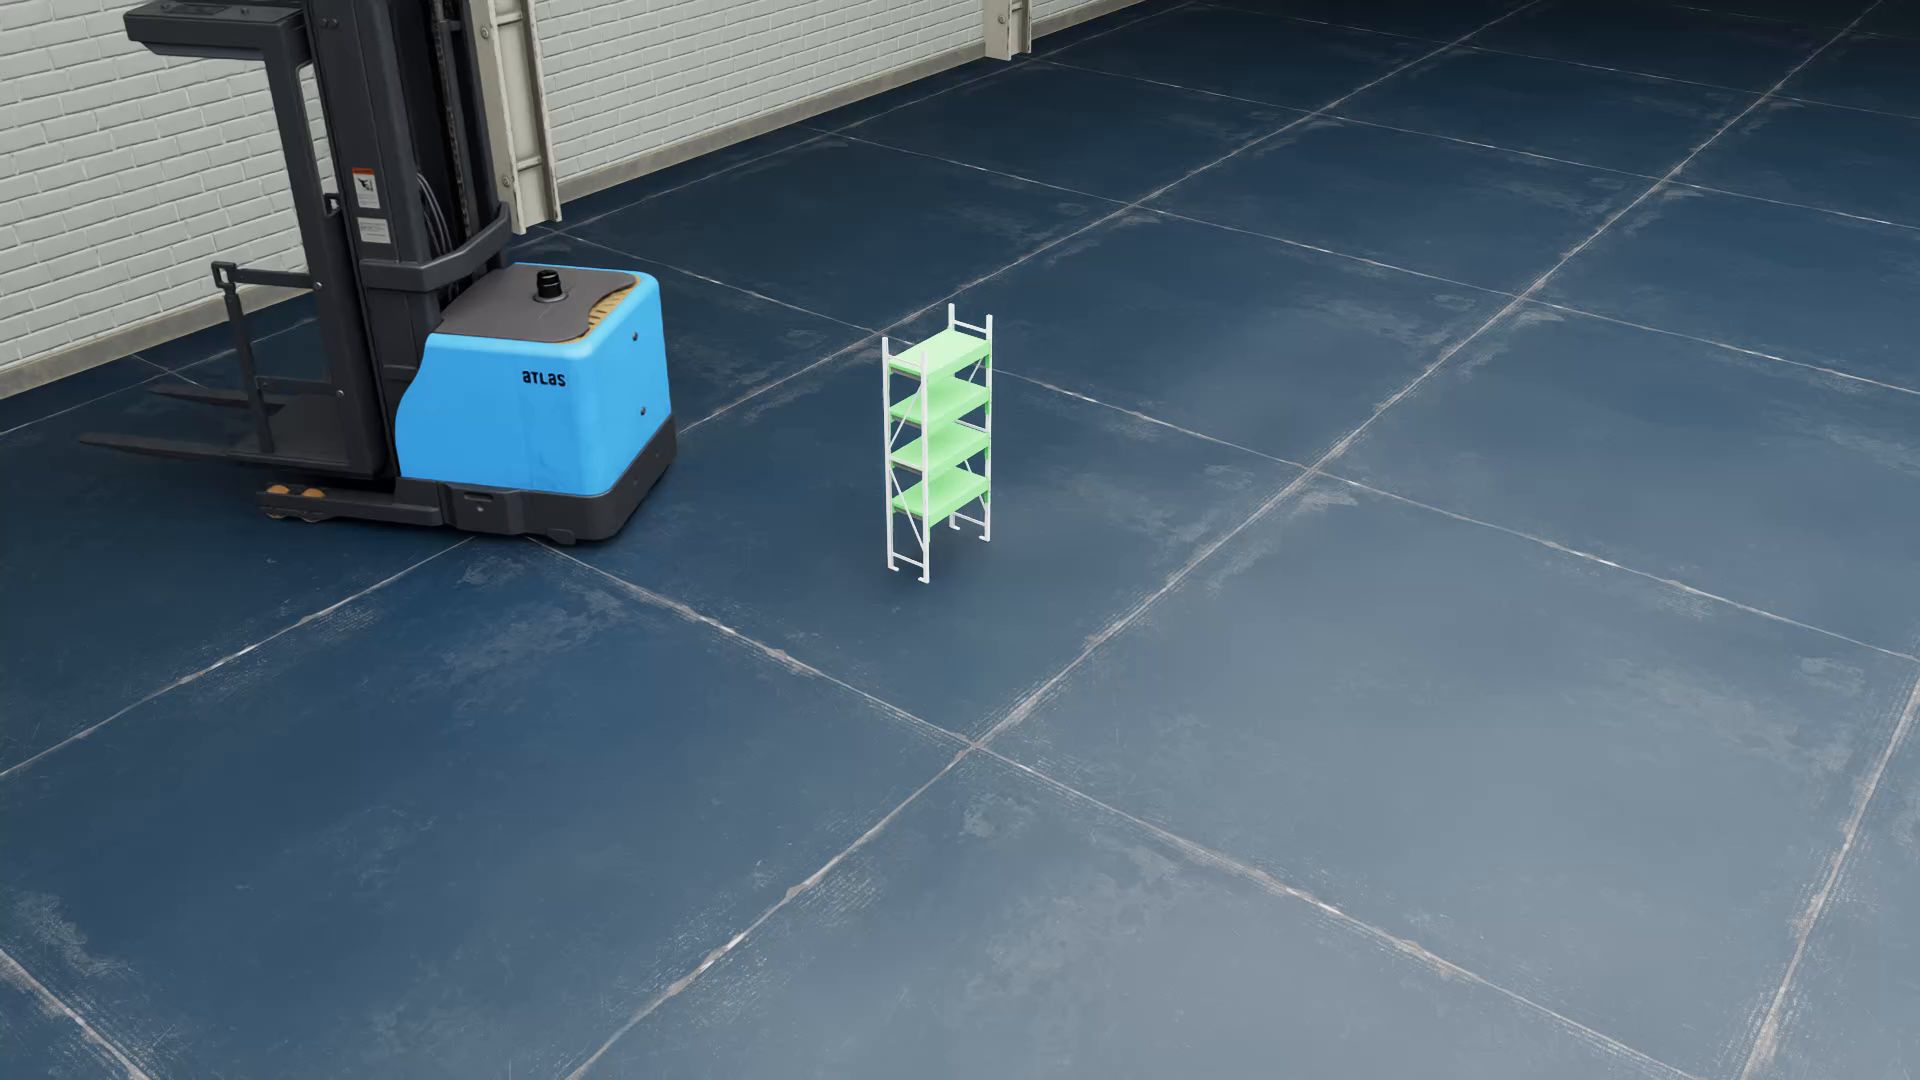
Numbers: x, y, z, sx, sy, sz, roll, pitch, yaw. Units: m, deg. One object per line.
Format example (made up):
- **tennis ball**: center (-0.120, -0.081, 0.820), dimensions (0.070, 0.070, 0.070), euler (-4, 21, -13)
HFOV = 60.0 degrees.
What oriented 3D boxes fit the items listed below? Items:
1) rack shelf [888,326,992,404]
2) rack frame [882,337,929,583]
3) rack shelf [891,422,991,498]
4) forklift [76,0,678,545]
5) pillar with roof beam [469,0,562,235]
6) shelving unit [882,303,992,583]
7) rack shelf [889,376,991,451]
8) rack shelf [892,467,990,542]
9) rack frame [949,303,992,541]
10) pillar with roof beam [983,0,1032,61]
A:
- **rack shelf**: center (-0.100, -0.807, 7.618), dimensions (0.258, 0.148, 0.480), euler (21, 37, 31)
- **rack frame**: center (-0.247, -0.350, 7.663), dimensions (0.240, 1.200, 0.015), euler (21, 37, 31)
- **rack shelf**: center (-0.100, -0.394, 7.863), dimensions (0.258, 0.148, 0.480), euler (21, 37, 31)
- **forklift**: center (-3.082, -1.606, 8.085), dimensions (3.031, 2.935, 1.130), euler (6, 31, 10)
- **pillar with roof beam**: center (0.271, -4.867, 7.636), dimensions (9.100, 9.000, 0.400), euler (21, 37, 31)
- **shelving unit**: center (-0.100, -0.449, 7.831), dimensions (0.258, 1.200, 0.503), euler (21, 37, 31)
- **rack shelf**: center (-0.100, -0.600, 7.741), dimensions (0.258, 0.148, 0.480), euler (21, 37, 31)
- **rack shelf**: center (-0.100, -0.187, 7.986), dimensions (0.258, 0.148, 0.480), euler (21, 37, 31)
- **rack frame**: center (0.047, -0.548, 7.998), dimensions (0.240, 1.200, 0.015), euler (21, 37, 31)
- **pillar with roof beam**: center (3.893, -7.306, 11.751), dimensions (9.100, 9.000, 0.400), euler (21, 37, 31)
